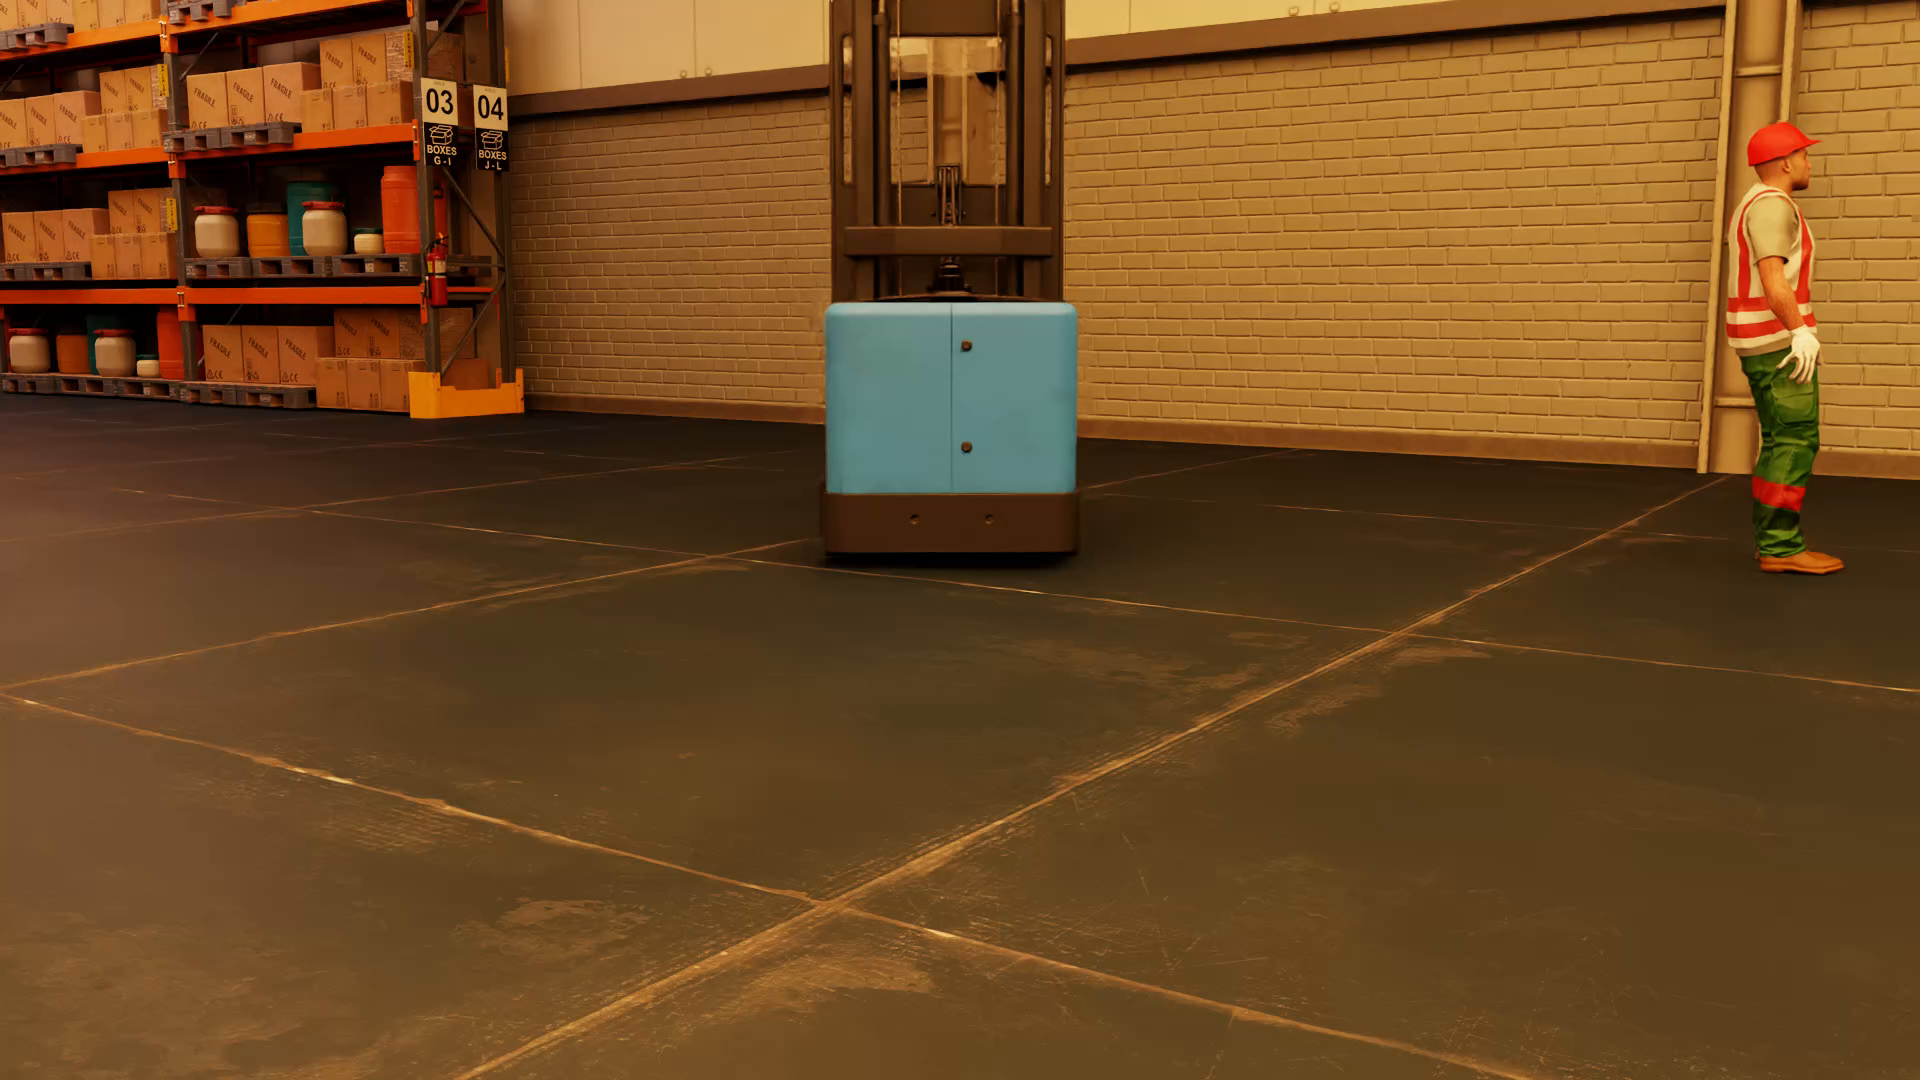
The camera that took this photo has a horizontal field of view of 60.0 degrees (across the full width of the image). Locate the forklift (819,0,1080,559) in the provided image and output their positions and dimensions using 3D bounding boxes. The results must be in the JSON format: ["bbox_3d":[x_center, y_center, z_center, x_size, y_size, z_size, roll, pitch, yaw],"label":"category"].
[{"bbox_3d":[-0.066,-1.541,8.032,1.130,2.935,3.031,0,8,-1],"label":"forklift"}]

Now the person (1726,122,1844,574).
[{"bbox_3d":[3.354,-0.771,6.727,0.482,1.803,0.633,2,8,15],"label":"person"}]
